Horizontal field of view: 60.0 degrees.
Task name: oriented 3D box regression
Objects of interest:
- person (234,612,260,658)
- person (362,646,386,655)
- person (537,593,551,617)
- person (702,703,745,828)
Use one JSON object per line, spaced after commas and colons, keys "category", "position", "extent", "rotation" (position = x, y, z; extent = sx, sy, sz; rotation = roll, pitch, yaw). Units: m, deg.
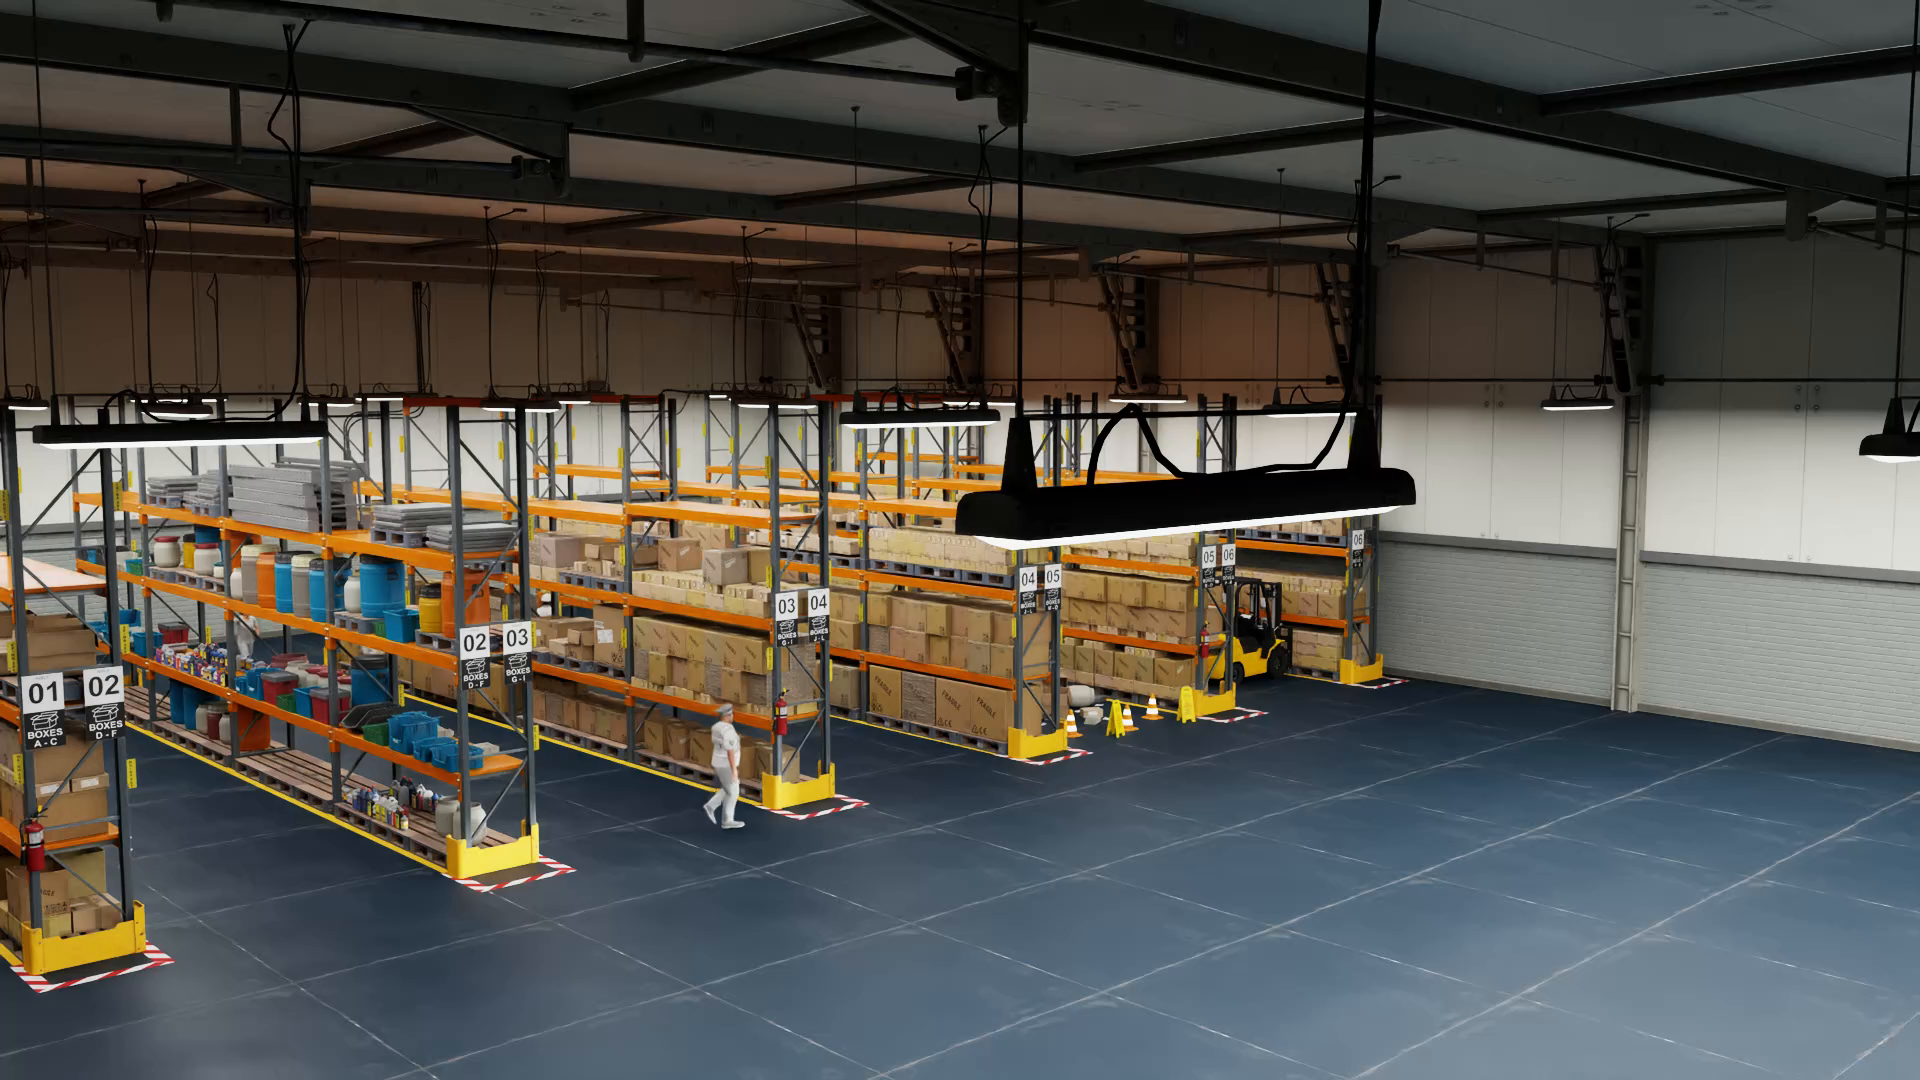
{"category": "person", "position": [-14.953, 2.163, 34.737], "extent": [0.793, 1.676, 0.590], "rotation": [5, 7, 41]}
{"category": "person", "position": [-11.038, 2.399, 31.476], "extent": [0.981, 1.735, 0.552], "rotation": [5, 8, 44]}
{"category": "person", "position": [-8.815, 2.034, 35.515], "extent": [0.582, 1.817, 0.454], "rotation": [-1, 6, -12]}
{"category": "person", "position": [-3.327, 3.173, 23.372], "extent": [0.567, 1.758, 0.541], "rotation": [-2, 6, -17]}
